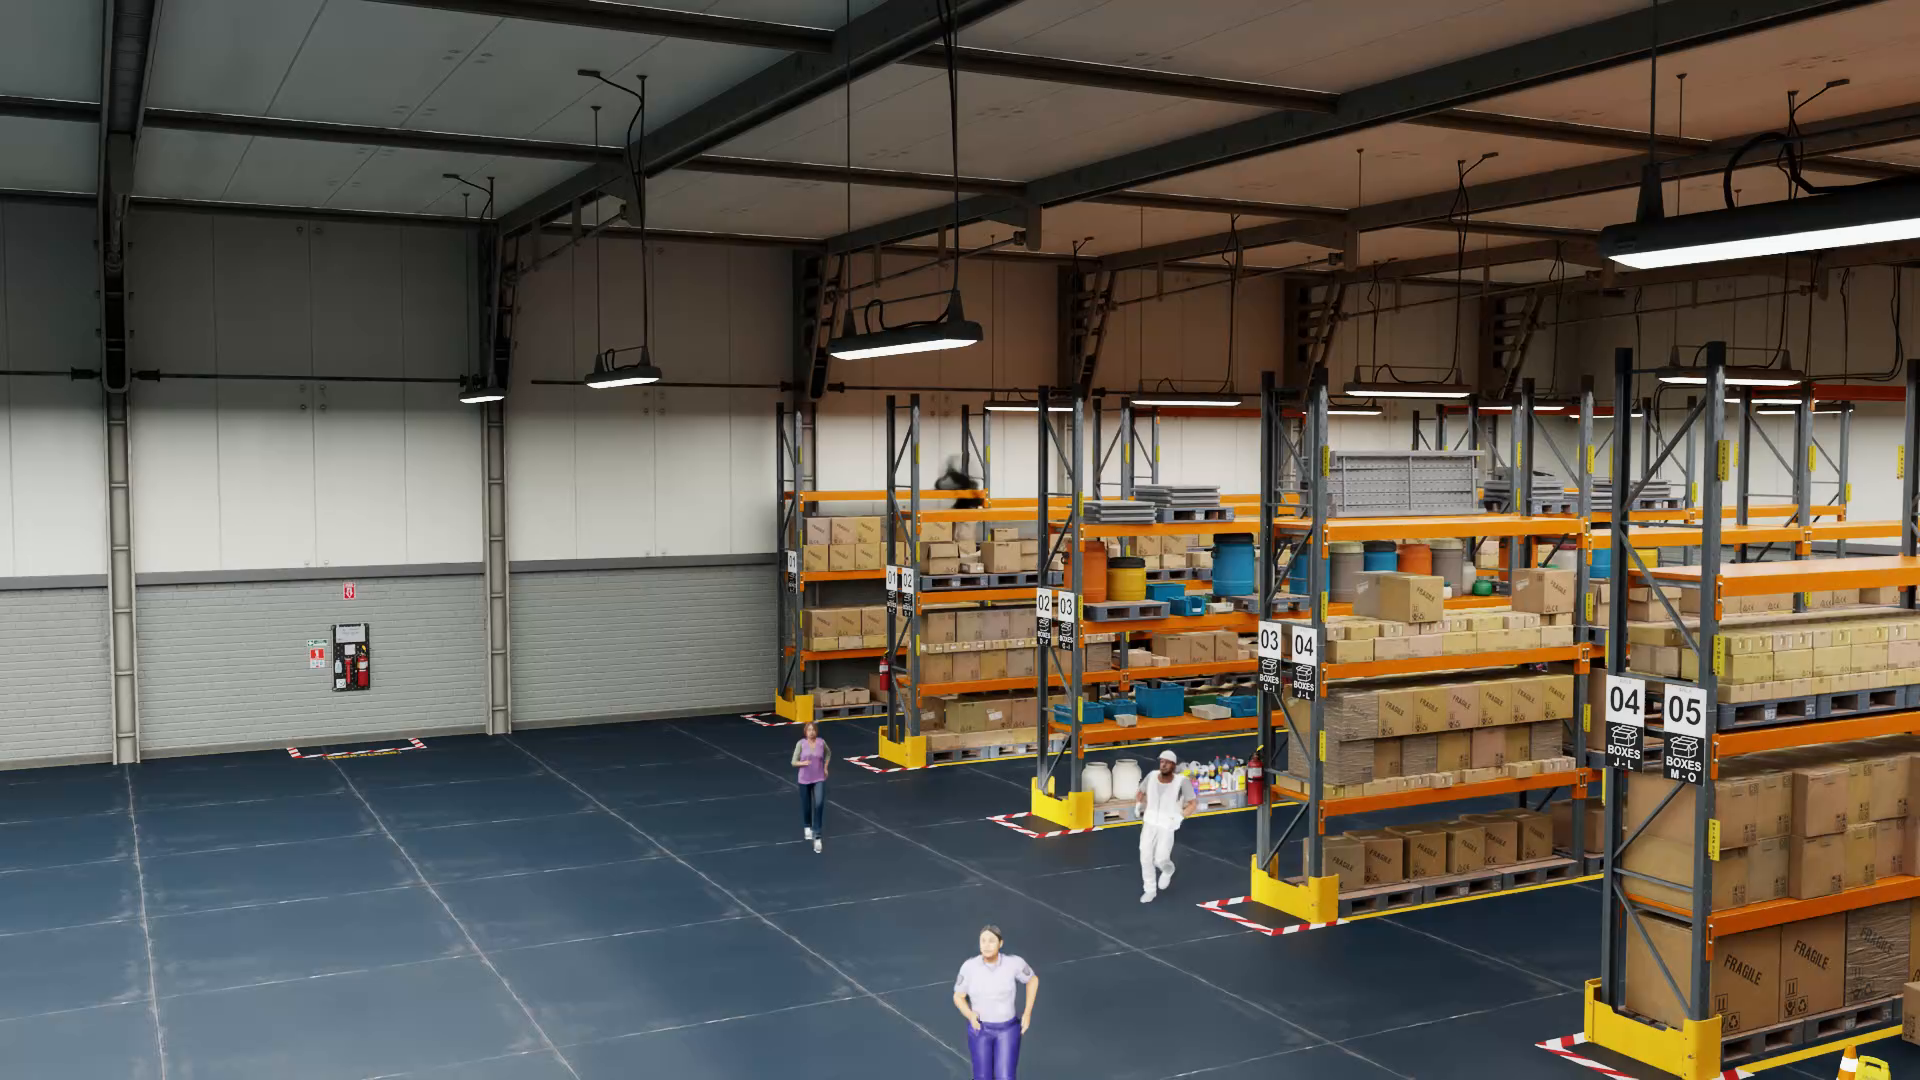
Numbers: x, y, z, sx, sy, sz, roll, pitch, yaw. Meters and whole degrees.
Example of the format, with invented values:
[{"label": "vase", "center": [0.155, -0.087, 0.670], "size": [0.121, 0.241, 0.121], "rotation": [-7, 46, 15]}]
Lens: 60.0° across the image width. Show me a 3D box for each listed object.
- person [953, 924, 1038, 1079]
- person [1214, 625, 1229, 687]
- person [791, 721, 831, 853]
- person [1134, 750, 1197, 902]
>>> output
[{"label": "person", "center": [0.249, 3.662, 12.281], "size": [0.605, 1.646, 0.646], "rotation": [1, 3, 11]}, {"label": "person", "center": [5.143, 2.461, 32.809], "size": [0.564, 1.676, 0.635], "rotation": [-2, 4, -27]}, {"label": "person", "center": [-1.909, 3.134, 21.389], "size": [0.522, 1.619, 0.770], "rotation": [0, 3, -8]}, {"label": "person", "center": [2.327, 3.239, 18.927], "size": [0.713, 1.724, 0.651], "rotation": [2, 4, 31]}]
